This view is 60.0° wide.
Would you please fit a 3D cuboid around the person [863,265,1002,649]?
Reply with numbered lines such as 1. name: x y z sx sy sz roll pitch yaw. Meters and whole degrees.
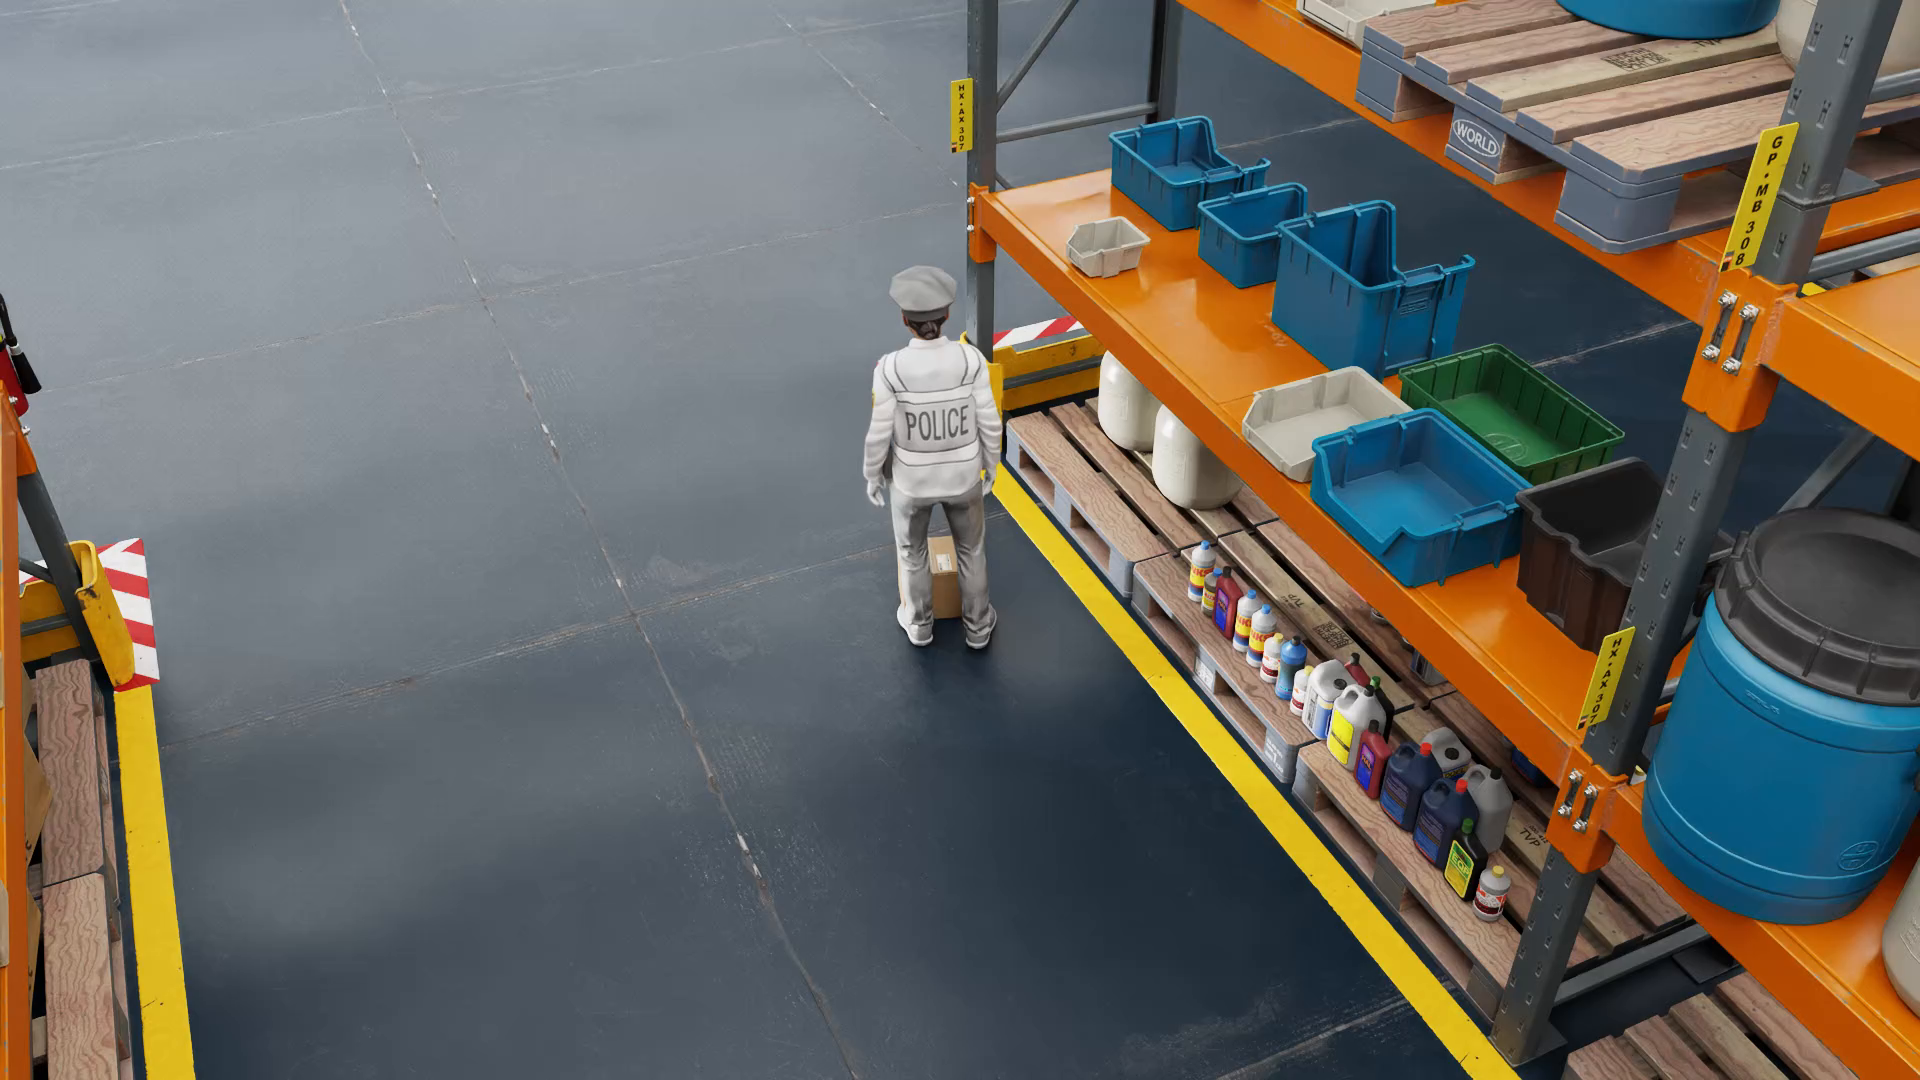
1. person: -0.105 -0.264 6.489 0.547 1.667 0.408 -6 38 -7
